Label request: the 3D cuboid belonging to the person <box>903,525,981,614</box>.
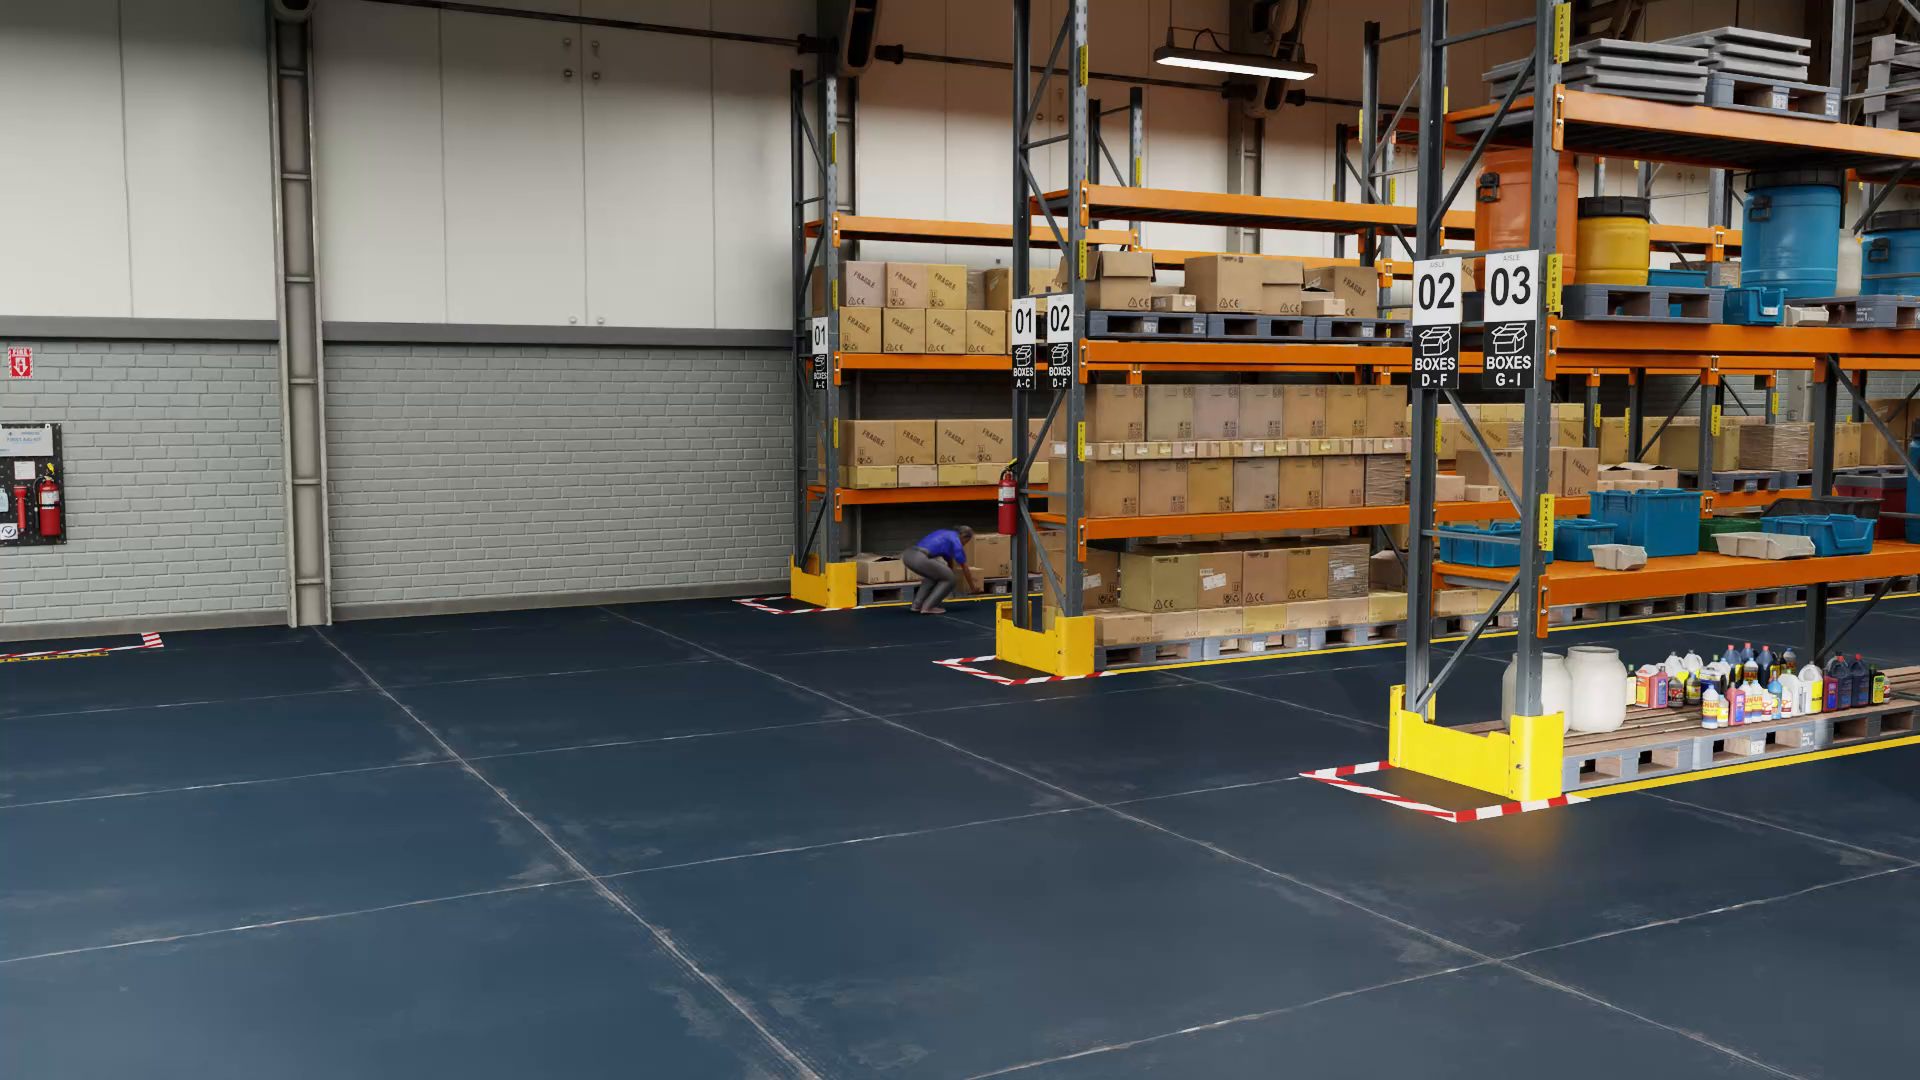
[{"bbox_3d":[-0.211,0.325,18.073,0.870,0.921,0.472,-3,6,-31],"label":"person"}]
